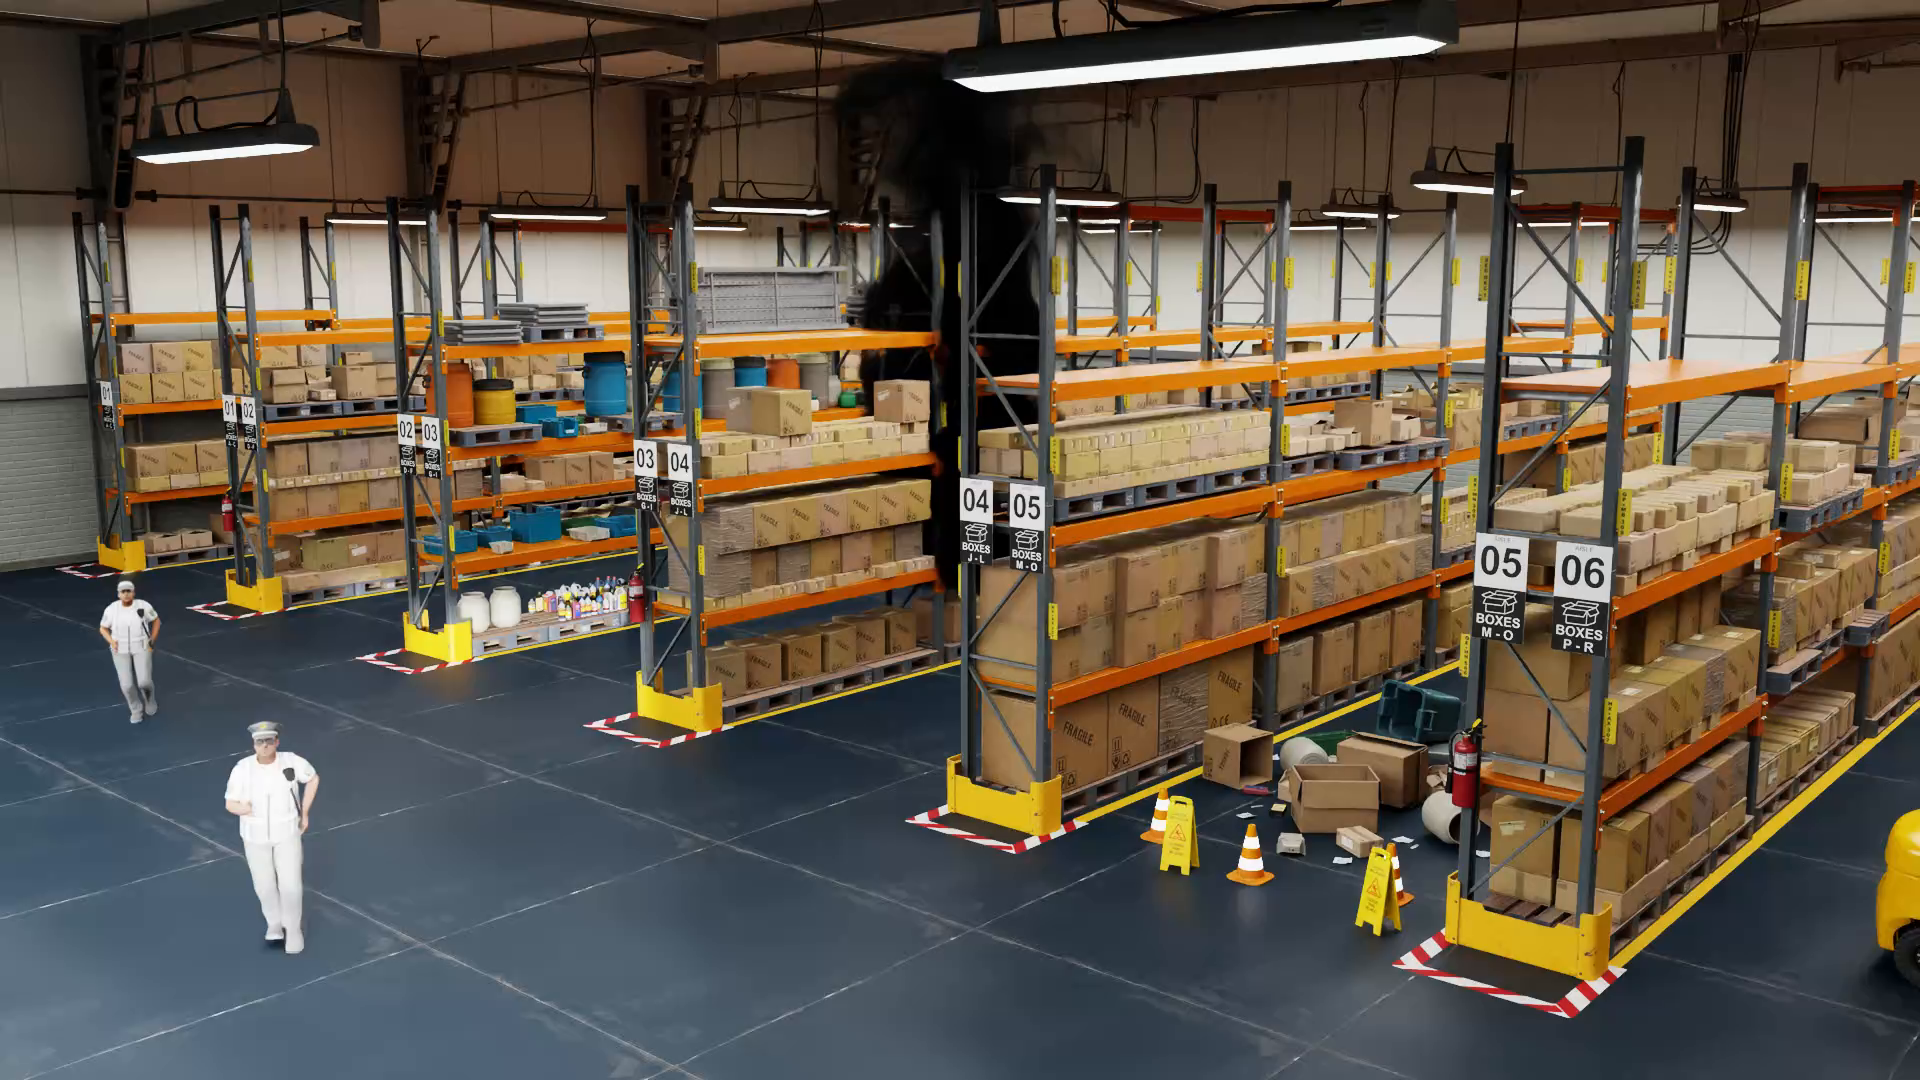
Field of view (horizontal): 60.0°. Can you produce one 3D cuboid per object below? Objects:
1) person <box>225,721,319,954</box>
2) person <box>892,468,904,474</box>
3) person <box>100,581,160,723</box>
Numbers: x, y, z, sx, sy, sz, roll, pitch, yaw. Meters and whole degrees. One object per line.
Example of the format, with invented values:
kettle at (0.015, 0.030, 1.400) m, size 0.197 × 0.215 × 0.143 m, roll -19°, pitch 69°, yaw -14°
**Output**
person at (-5.167, 2.252, 12.513) m, size 0.641 × 1.826 × 0.696 m, roll -3°, pitch 10°, yaw -16°
person at (-1.279, -1.087, 32.536) m, size 0.713 × 1.733 × 0.812 m, roll 6°, pitch 11°, yaw 30°
person at (-9.371, 1.263, 18.799) m, size 0.609 × 1.632 × 0.536 m, roll -4°, pitch 10°, yaw -20°
